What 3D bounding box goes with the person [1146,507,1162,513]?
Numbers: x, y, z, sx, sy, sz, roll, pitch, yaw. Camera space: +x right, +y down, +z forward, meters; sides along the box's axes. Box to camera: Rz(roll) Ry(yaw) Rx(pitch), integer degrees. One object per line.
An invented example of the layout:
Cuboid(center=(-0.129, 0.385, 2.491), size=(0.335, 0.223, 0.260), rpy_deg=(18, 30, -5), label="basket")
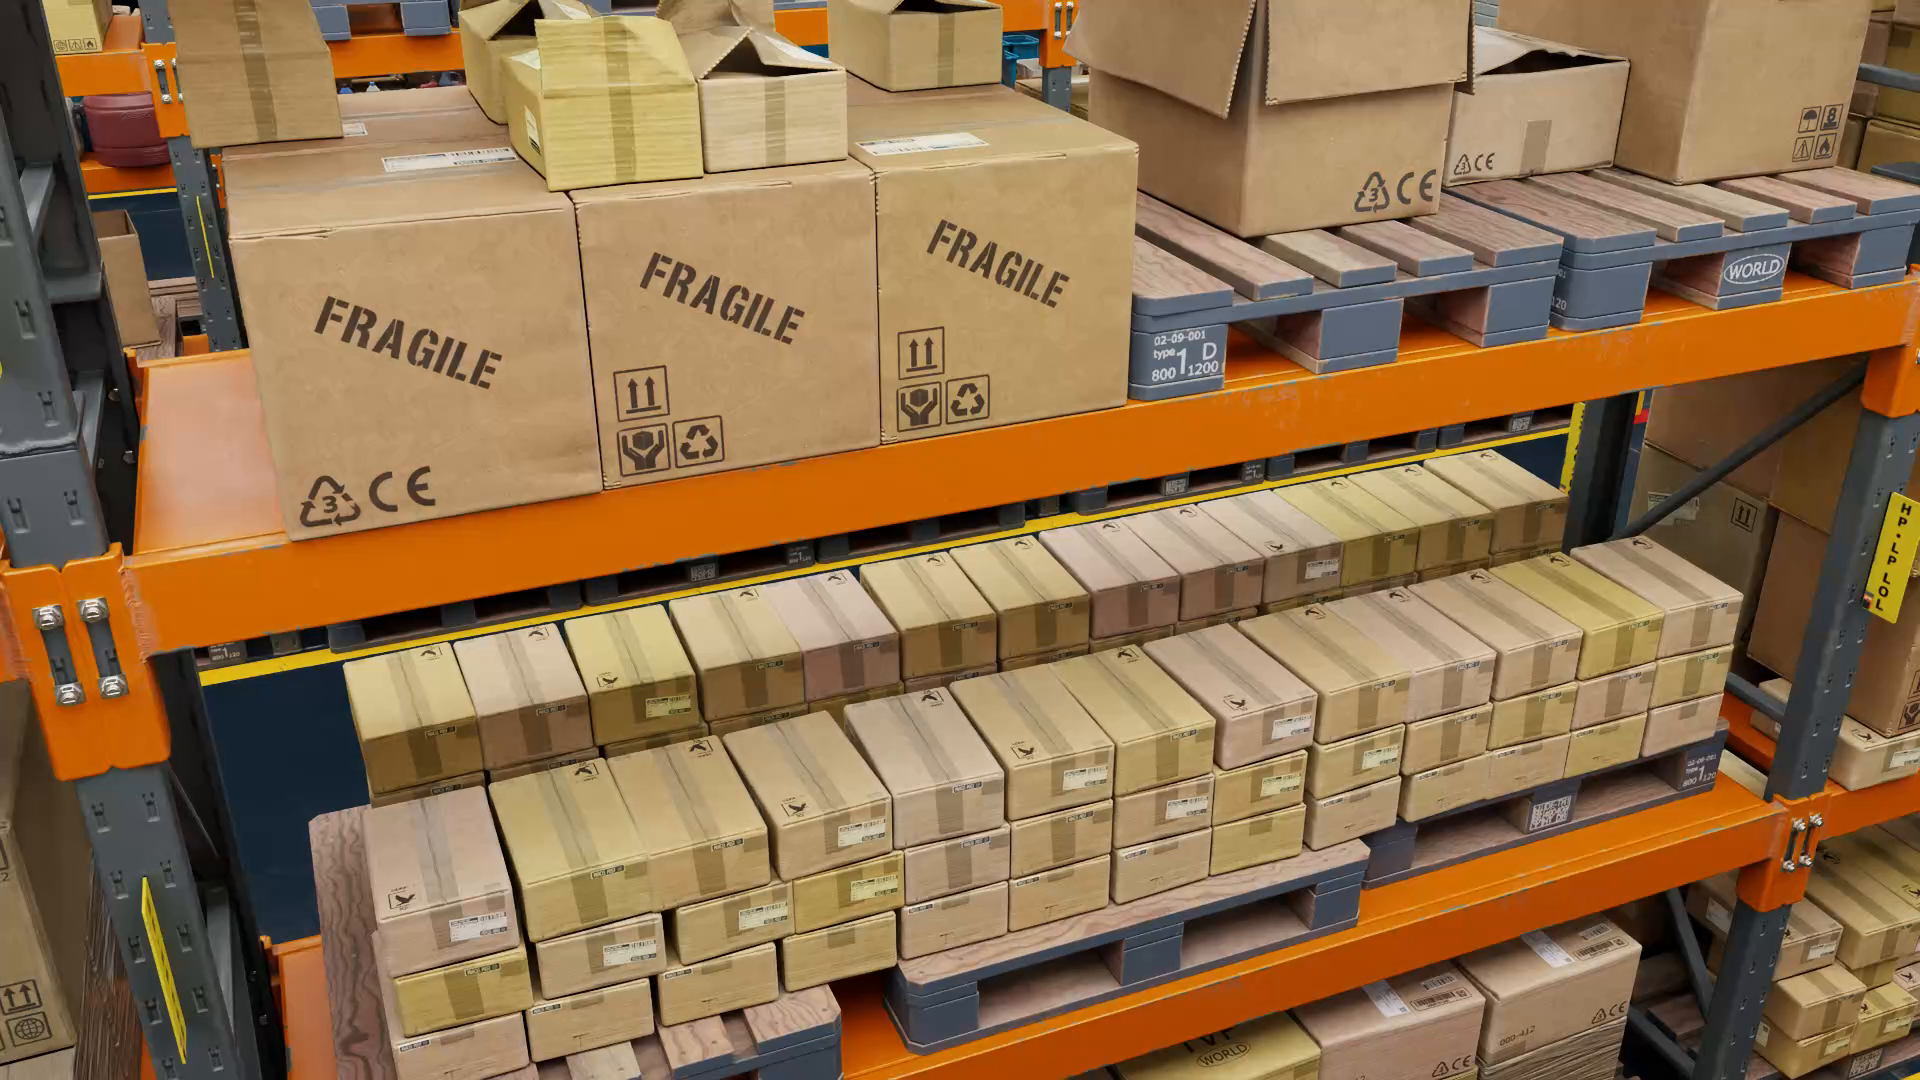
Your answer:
Cuboid(center=(0.677, 0.443, 6.474), size=(0.416, 1.445, 0.724), rpy_deg=(-11, 28, -22), label="person")
